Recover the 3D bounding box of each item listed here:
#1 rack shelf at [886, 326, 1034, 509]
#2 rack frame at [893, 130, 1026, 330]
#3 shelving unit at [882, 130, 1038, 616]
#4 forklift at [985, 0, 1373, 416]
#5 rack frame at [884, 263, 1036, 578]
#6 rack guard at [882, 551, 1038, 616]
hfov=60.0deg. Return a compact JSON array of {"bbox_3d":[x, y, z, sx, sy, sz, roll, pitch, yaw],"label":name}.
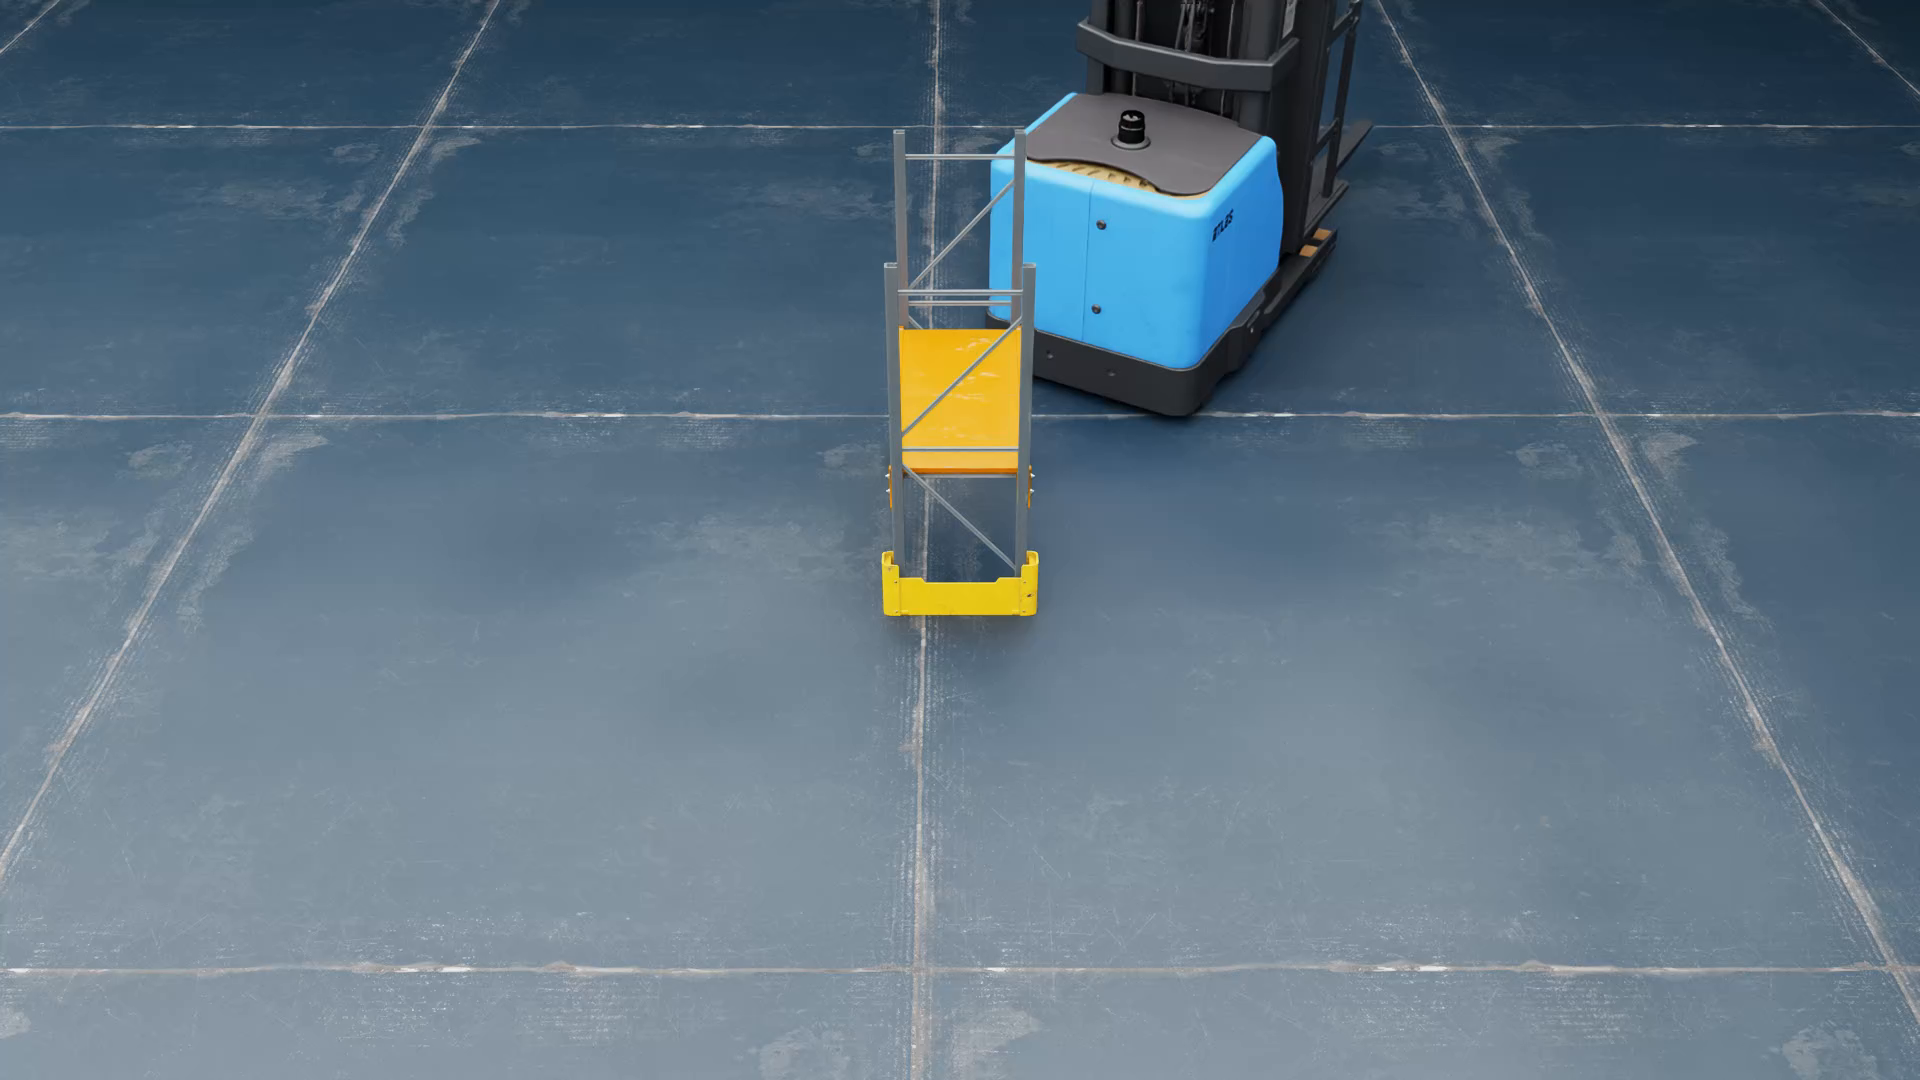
[{"bbox_3d":[0.000,-0.498,6.460,0.538,0.185,1.000,0,39,0],"label":"rack shelf"},{"bbox_3d":[-0.001,-0.956,6.744,0.500,1.500,0.032,0,39,0],"label":"rack frame"},{"bbox_3d":[0.000,-0.633,6.340,0.587,1.500,1.083,0,39,0],"label":"shelving unit"},{"bbox_3d":[1.278,-2.594,7.643,1.130,2.935,3.031,19,43,22],"label":"forklift"},{"bbox_3d":[0.000,-0.321,5.951,0.500,1.500,0.032,0,39,0],"label":"rack frame"},{"bbox_3d":[0.000,0.166,6.343,0.587,0.250,0.087,0,39,0],"label":"rack guard"}]
